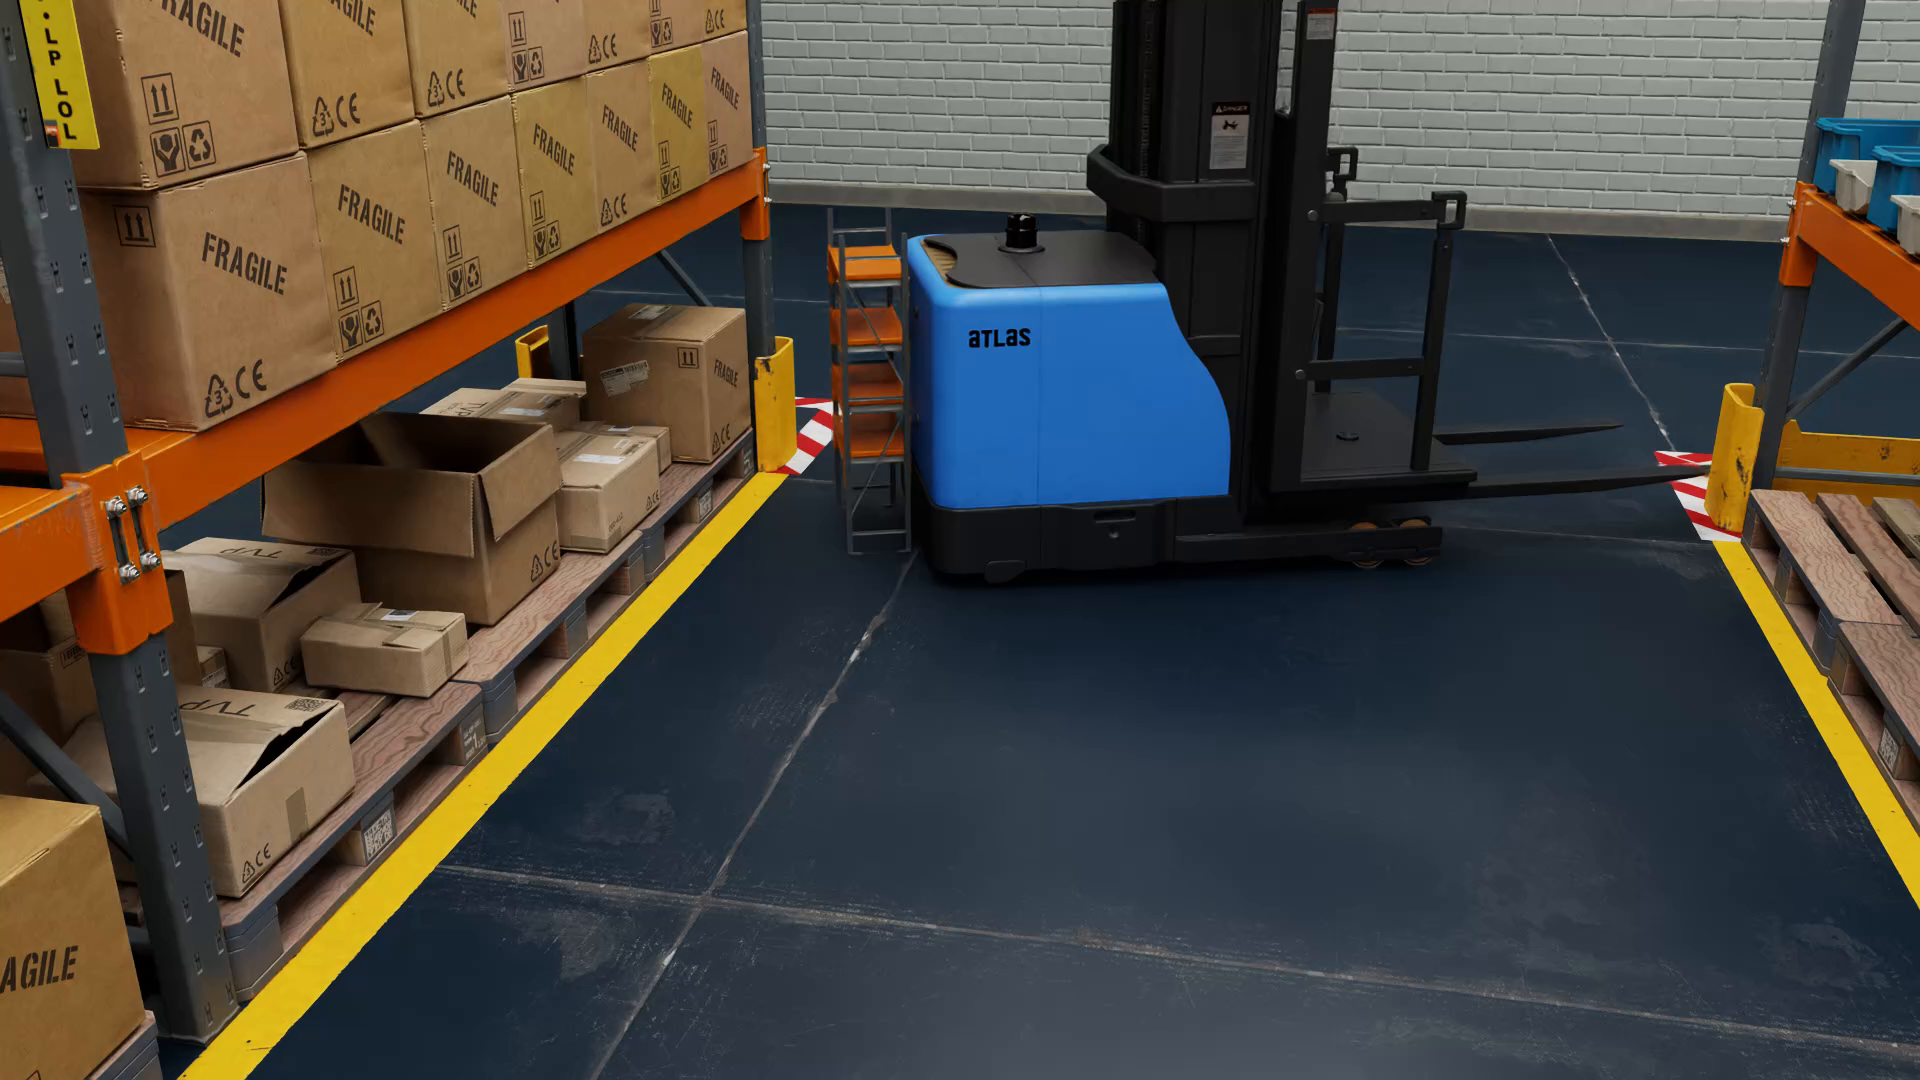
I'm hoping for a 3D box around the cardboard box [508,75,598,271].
[{"bbox_3d":[-1.435,-1.117,4.979,0.500,0.500,0.500,4,22,10],"label":"cardboard box"}]

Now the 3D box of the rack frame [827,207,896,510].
[{"bbox_3d":[-0.378,-0.687,6.454,0.240,1.200,0.015,-3,22,-8],"label":"rack frame"}]

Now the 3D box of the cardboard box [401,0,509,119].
[{"bbox_3d":[-1.532,-1.387,4.309,0.500,0.500,0.500,4,22,9],"label":"cardboard box"}]

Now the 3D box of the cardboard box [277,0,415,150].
[{"bbox_3d":[-1.637,-1.199,3.842,0.500,0.500,0.500,4,22,9],"label":"cardboard box"}]

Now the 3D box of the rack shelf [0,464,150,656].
[{"bbox_3d":[-2.522,0.716,1.523,1.077,0.370,4.000,4,22,11],"label":"rack shelf"}]

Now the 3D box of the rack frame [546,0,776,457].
[{"bbox_3d":[-1.297,-1.812,6.837,1.000,3.000,0.127,4,22,11],"label":"rack frame"}]

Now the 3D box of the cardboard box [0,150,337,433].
[{"bbox_3d":[-1.743,-0.561,3.597,0.500,0.500,0.500,5,22,12],"label":"cardboard box"}]

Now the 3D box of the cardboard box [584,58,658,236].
[{"bbox_3d":[-1.332,-1.301,5.436,0.500,0.500,0.500,5,22,11],"label":"cardboard box"}]

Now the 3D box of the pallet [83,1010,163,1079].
[{"bbox_3d":[-2.242,1.245,2.980,1.003,0.211,1.213,4,22,11],"label":"pallet"}]

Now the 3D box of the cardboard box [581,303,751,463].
[{"bbox_3d":[-1.167,-0.639,6.681,0.500,0.500,0.500,4,22,11],"label":"cardboard box"}]

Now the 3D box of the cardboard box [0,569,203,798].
[{"bbox_3d":[-2.275,0.377,4.160,0.500,0.500,0.500,4,22,11],"label":"cardboard box"}]

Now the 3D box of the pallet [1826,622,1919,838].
[{"bbox_3d":[3.094,0.604,4.571,1.003,0.211,1.213,4,22,11],"label":"pallet"}]

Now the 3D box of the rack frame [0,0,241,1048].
[{"bbox_3d":[-2.113,-0.349,3.205,1.000,3.000,0.127,4,22,11],"label":"rack frame"}]

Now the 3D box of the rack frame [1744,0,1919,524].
[{"bbox_3d":[3.551,-1.433,5.896,1.000,3.000,0.127,4,22,11],"label":"rack frame"}]

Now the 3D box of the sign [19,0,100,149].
[{"bbox_3d":[-1.569,-0.845,2.886,0.100,0.325,0.005,4,22,11],"label":"sign"}]

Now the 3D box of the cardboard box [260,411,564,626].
[{"bbox_3d":[-1.735,-0.082,5.296,0.797,0.503,0.637,4,22,11],"label":"cardboard box"}]

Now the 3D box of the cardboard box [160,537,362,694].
[{"bbox_3d":[-2.122,0.190,4.877,0.500,0.311,0.500,4,22,11],"label":"cardboard box"}]

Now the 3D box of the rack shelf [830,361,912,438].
[{"bbox_3d":[-0.340,-0.535,6.255,0.258,0.148,0.480,-3,22,-8],"label":"rack shelf"}]

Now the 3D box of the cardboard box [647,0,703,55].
[{"bbox_3d":[-1.221,-1.953,5.716,0.500,0.500,0.500,5,22,12],"label":"cardboard box"}]

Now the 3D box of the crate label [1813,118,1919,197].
[{"bbox_3d":[3.178,-1.318,5.754,0.416,0.233,0.303,4,22,11],"label":"crate label"}]

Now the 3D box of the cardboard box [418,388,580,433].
[{"bbox_3d":[-1.788,-0.380,6.374,0.500,0.250,0.500,4,22,11],"label":"cardboard box"}]

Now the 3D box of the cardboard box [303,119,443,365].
[{"bbox_3d":[-1.641,-0.748,4.063,0.500,0.500,0.500,5,22,12],"label":"cardboard box"}]

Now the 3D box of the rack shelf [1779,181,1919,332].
[{"bbox_3d":[3.143,-0.368,4.214,1.077,0.370,4.000,4,22,11],"label":"rack shelf"}]

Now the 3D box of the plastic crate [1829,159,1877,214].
[{"bbox_3d":[3.032,-1.162,5.496,0.250,0.136,0.298,4,22,11],"label":"plastic crate"}]

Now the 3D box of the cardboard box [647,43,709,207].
[{"bbox_3d":[-1.225,-1.484,5.888,0.500,0.500,0.500,5,22,11],"label":"cardboard box"}]

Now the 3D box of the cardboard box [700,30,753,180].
[{"bbox_3d":[-1.122,-1.674,6.360,0.500,0.500,0.500,5,23,13],"label":"cardboard box"}]

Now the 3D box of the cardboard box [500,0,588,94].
[{"bbox_3d":[-1.427,-1.576,4.778,0.500,0.500,0.500,5,23,13],"label":"cardboard box"}]

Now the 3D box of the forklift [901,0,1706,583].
[{"bbox_3d":[1.324,-1.446,6.021,3.031,2.935,1.130,-3,22,-8],"label":"forklift"}]

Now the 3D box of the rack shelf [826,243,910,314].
[{"bbox_3d":[-0.341,-0.962,6.083,0.258,0.148,0.480,-3,22,-8],"label":"rack shelf"}]

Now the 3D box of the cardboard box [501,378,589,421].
[{"bbox_3d":[-1.719,-0.566,6.972,0.380,0.149,0.250,4,22,11],"label":"cardboard box"}]

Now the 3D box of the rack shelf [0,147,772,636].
[{"bbox_3d":[-1.705,-0.747,5.155,1.077,0.370,4.000,4,22,11],"label":"rack shelf"}]

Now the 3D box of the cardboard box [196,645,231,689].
[{"bbox_3d":[-2.257,0.398,4.578,0.380,0.149,0.250,4,22,11],"label":"cardboard box"}]

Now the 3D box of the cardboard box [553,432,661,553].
[{"bbox_3d":[-1.390,-0.178,5.871,0.500,0.250,0.500,4,22,11],"label":"cardboard box"}]

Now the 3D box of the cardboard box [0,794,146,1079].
[{"bbox_3d":[-1.934,0.809,3.087,0.500,0.500,0.500,4,22,11],"label":"cardboard box"}]

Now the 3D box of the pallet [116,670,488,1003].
[{"bbox_3d":[-1.972,0.694,4.349,1.003,0.211,1.213,4,22,11],"label":"pallet"}]

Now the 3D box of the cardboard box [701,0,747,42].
[{"bbox_3d":[-1.119,-2.138,6.175,0.500,0.500,0.500,4,22,10],"label":"cardboard box"}]

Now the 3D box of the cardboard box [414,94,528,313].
[{"bbox_3d":[-1.537,-0.931,4.517,0.500,0.500,0.500,4,22,11],"label":"cardboard box"}]

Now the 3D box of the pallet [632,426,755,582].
[{"bbox_3d":[-1.474,-0.199,6.565,1.003,0.211,1.213,4,22,11],"label":"pallet"}]

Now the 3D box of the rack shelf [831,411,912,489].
[{"bbox_3d":[-0.340,-0.351,6.330,0.258,0.148,0.480,-3,22,-8],"label":"rack shelf"}]

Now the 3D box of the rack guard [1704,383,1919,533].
[{"bbox_3d":[3.543,-0.283,6.387,1.175,0.500,0.348,4,22,11],"label":"rack guard"}]

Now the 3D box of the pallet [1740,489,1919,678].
[{"bbox_3d":[3.345,0.159,5.675,1.003,0.211,1.213,4,22,11],"label":"pallet"}]

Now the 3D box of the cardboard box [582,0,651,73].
[{"bbox_3d":[-1.322,-1.763,5.245,0.500,0.500,0.500,5,22,12],"label":"cardboard box"}]

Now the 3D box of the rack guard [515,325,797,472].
[{"bbox_3d":[-1.313,-0.624,7.235,1.175,0.500,0.348,4,22,11],"label":"rack guard"}]

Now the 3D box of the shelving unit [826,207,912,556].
[{"bbox_3d":[-0.340,-0.597,6.230,0.258,1.200,0.503,-3,22,-8],"label":"shelving unit"}]

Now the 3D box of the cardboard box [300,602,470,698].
[{"bbox_3d":[-1.649,0.307,4.779,0.380,0.166,0.250,4,22,11],"label":"cardboard box"}]

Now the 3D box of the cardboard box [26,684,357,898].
[{"bbox_3d":[-1.816,0.557,3.965,0.500,0.311,0.500,4,22,11],"label":"cardboard box"}]

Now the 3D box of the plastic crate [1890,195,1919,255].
[{"bbox_3d":[2.894,-0.914,4.880,0.250,0.136,0.298,4,22,11],"label":"plastic crate"}]

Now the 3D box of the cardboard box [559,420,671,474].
[{"bbox_3d":[-1.338,-0.343,6.393,0.380,0.166,0.250,4,22,11],"label":"cardboard box"}]

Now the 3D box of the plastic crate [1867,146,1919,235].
[{"bbox_3d":[3.044,-1.077,5.156,0.416,0.233,0.300,4,22,11],"label":"plastic crate"}]

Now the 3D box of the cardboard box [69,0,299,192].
[{"bbox_3d":[-1.742,-1.010,3.374,0.500,0.500,0.500,5,22,12],"label":"cardboard box"}]

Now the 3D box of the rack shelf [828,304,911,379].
[{"bbox_3d":[-0.340,-0.742,6.172,0.258,0.148,0.480,-3,22,-8],"label":"rack shelf"}]

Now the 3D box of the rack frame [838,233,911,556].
[{"bbox_3d":[-0.303,-0.507,6.007,0.240,1.200,0.015,-3,22,-8],"label":"rack frame"}]

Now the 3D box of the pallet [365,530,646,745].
[{"bbox_3d":[-1.726,0.246,5.460,1.003,0.211,1.213,4,22,11],"label":"pallet"}]
